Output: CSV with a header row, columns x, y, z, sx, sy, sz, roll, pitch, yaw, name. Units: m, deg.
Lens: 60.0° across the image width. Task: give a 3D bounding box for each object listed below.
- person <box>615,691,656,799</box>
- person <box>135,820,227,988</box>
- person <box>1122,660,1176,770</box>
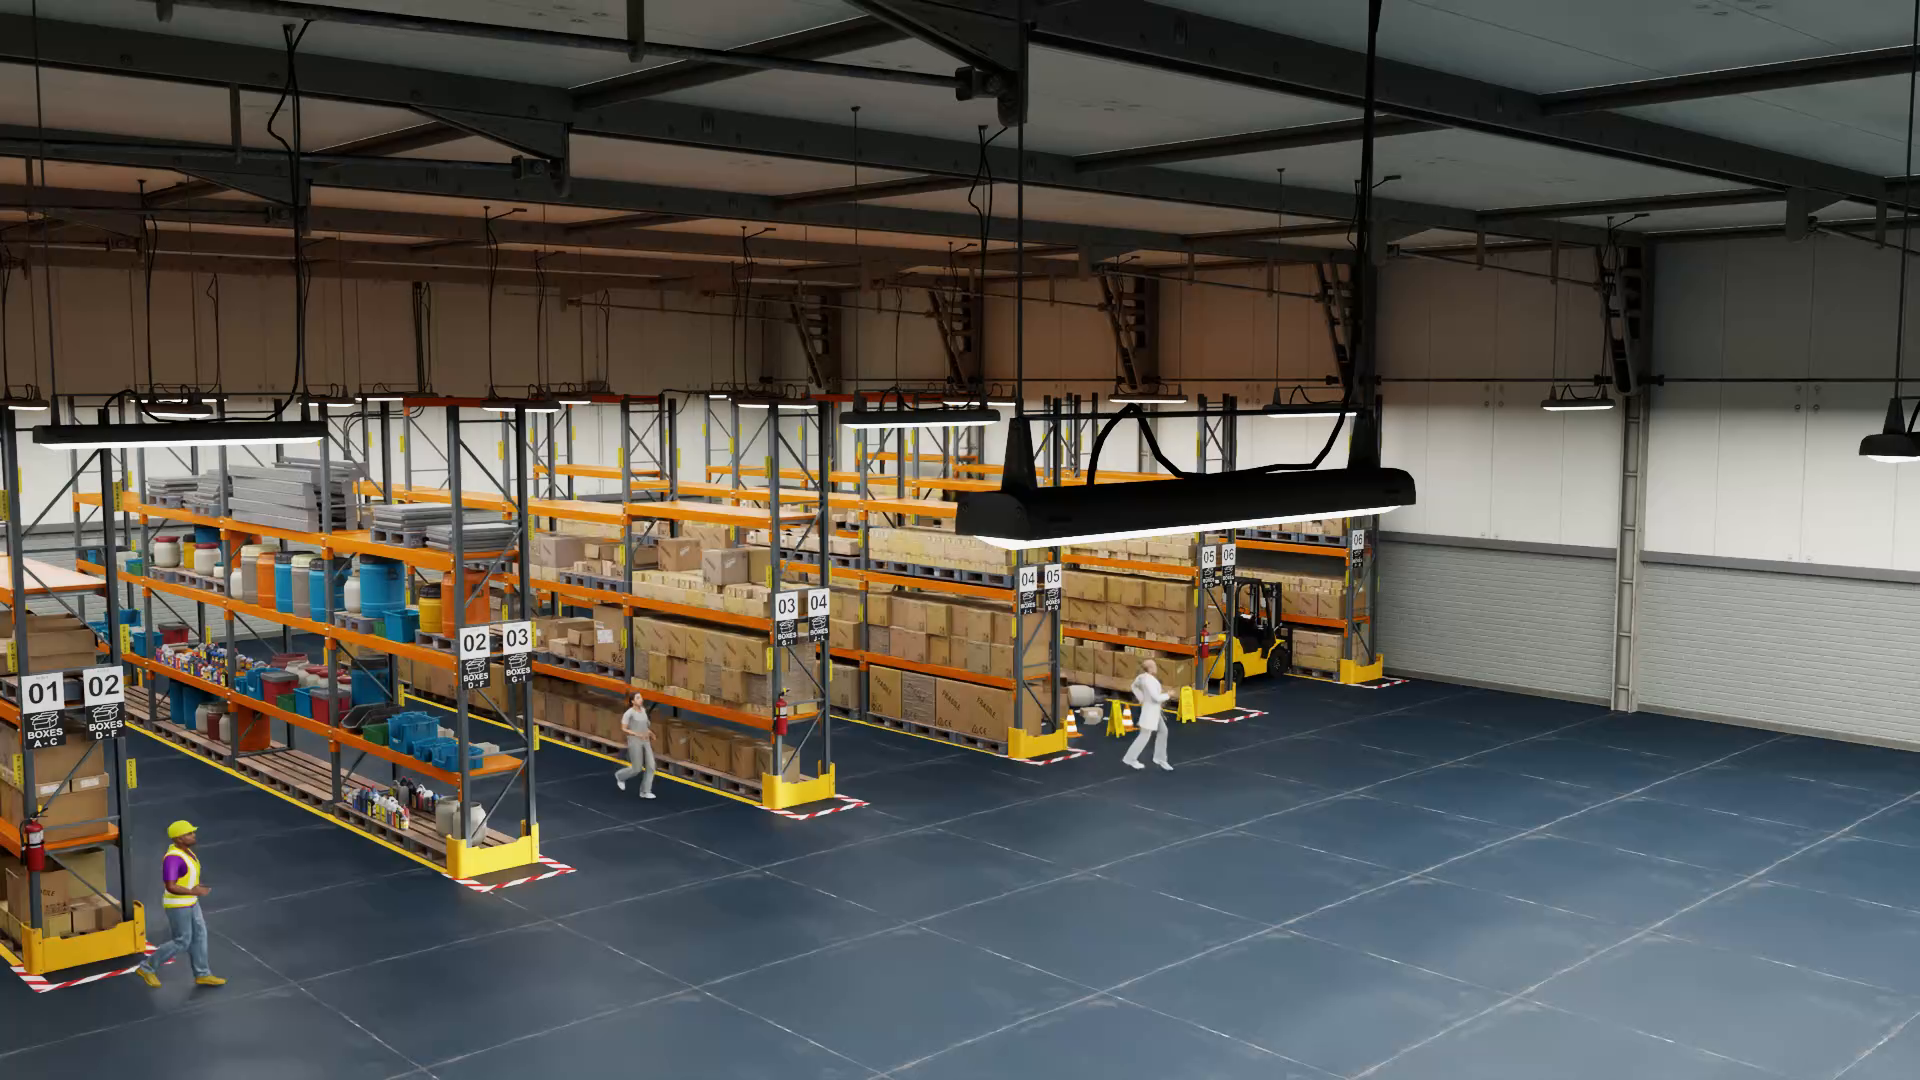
x,y,z,sx,sy,sz,roll,pitch,yaw,name
-4.898,3.085,25.208,0.736,1.628,0.570,4,7,33,person
-8.103,3.788,17.258,0.845,1.777,0.726,-1,6,-14,person
3.054,2.843,26.878,0.863,1.842,0.672,0,6,3,person
